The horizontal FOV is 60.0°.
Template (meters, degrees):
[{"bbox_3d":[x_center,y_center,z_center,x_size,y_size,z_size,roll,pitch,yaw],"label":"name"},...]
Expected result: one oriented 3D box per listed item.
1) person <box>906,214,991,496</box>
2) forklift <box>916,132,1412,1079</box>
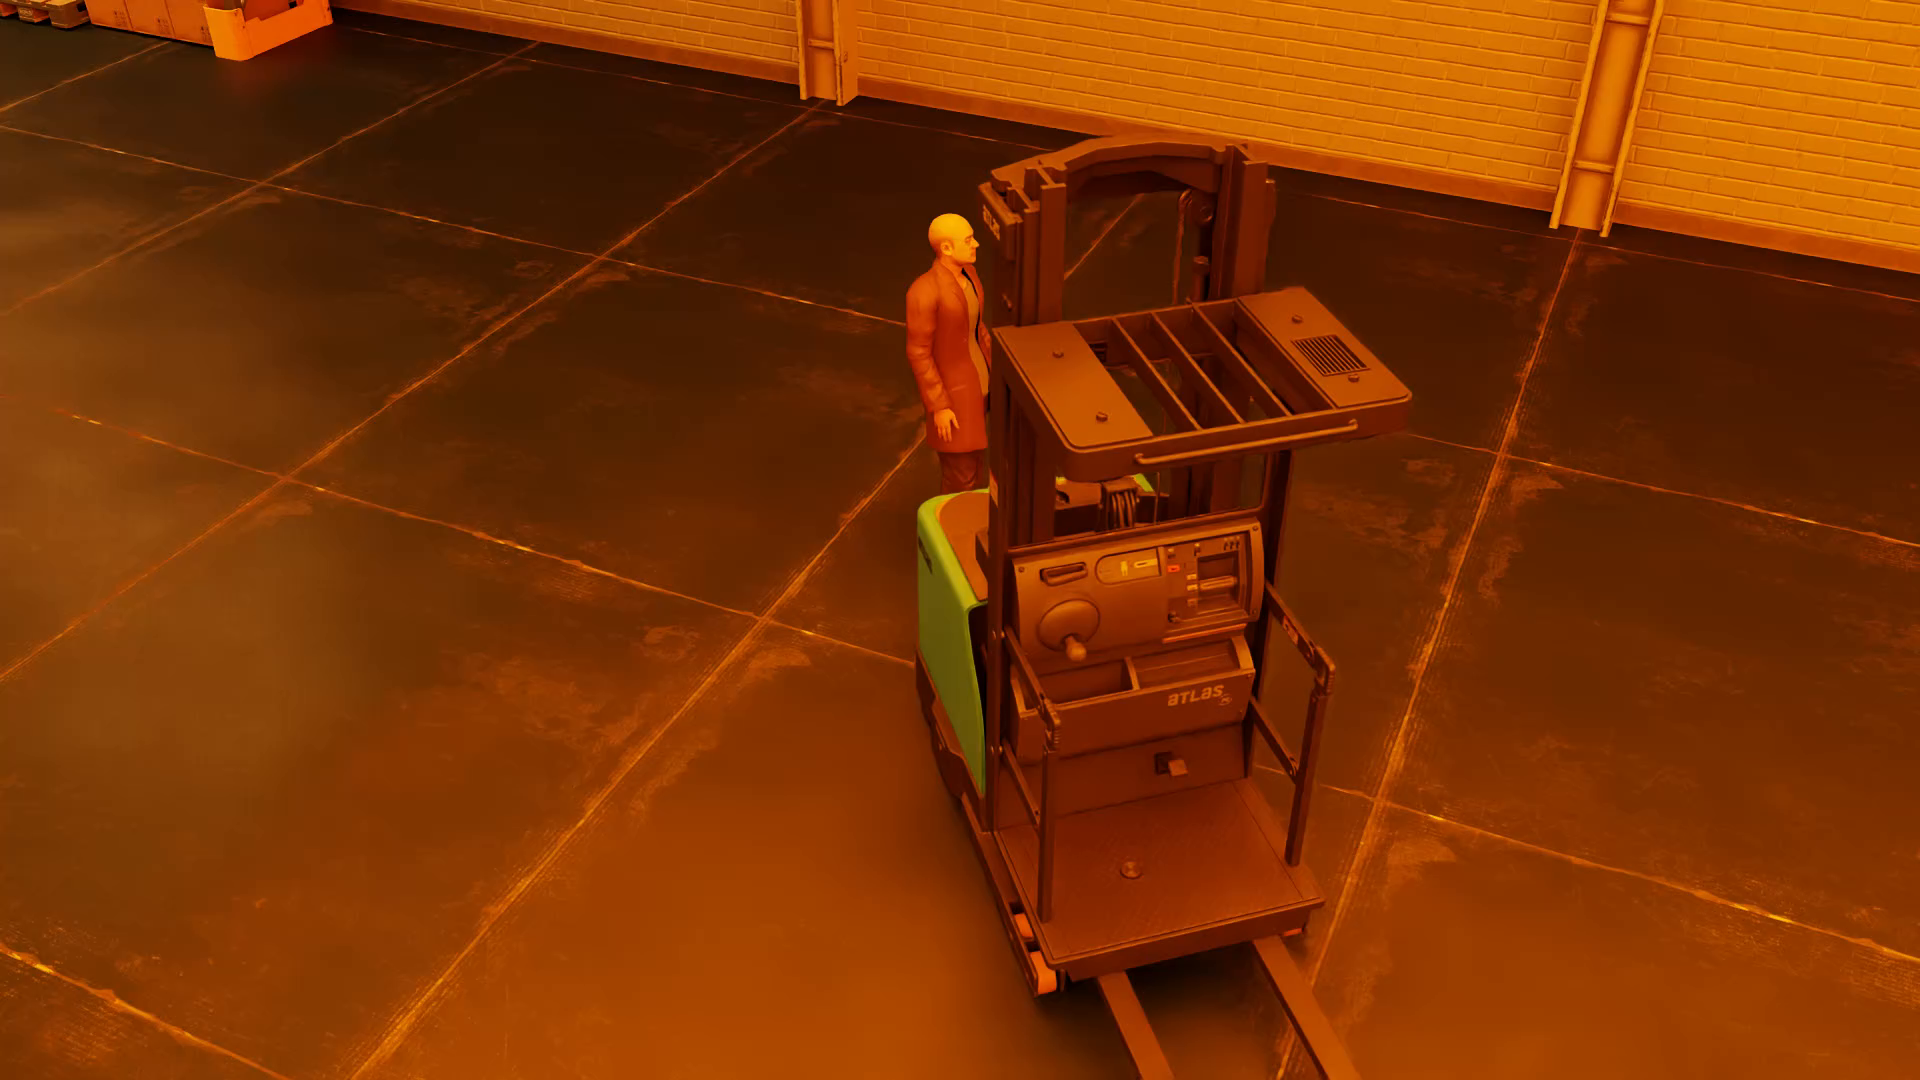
[{"bbox_3d":[0.081,-0.706,8.056,0.581,1.777,0.698,15,38,20],"label":"person"},{"bbox_3d":[0.704,0.248,5.739,1.130,2.935,3.031,-10,37,-13],"label":"forklift"}]
